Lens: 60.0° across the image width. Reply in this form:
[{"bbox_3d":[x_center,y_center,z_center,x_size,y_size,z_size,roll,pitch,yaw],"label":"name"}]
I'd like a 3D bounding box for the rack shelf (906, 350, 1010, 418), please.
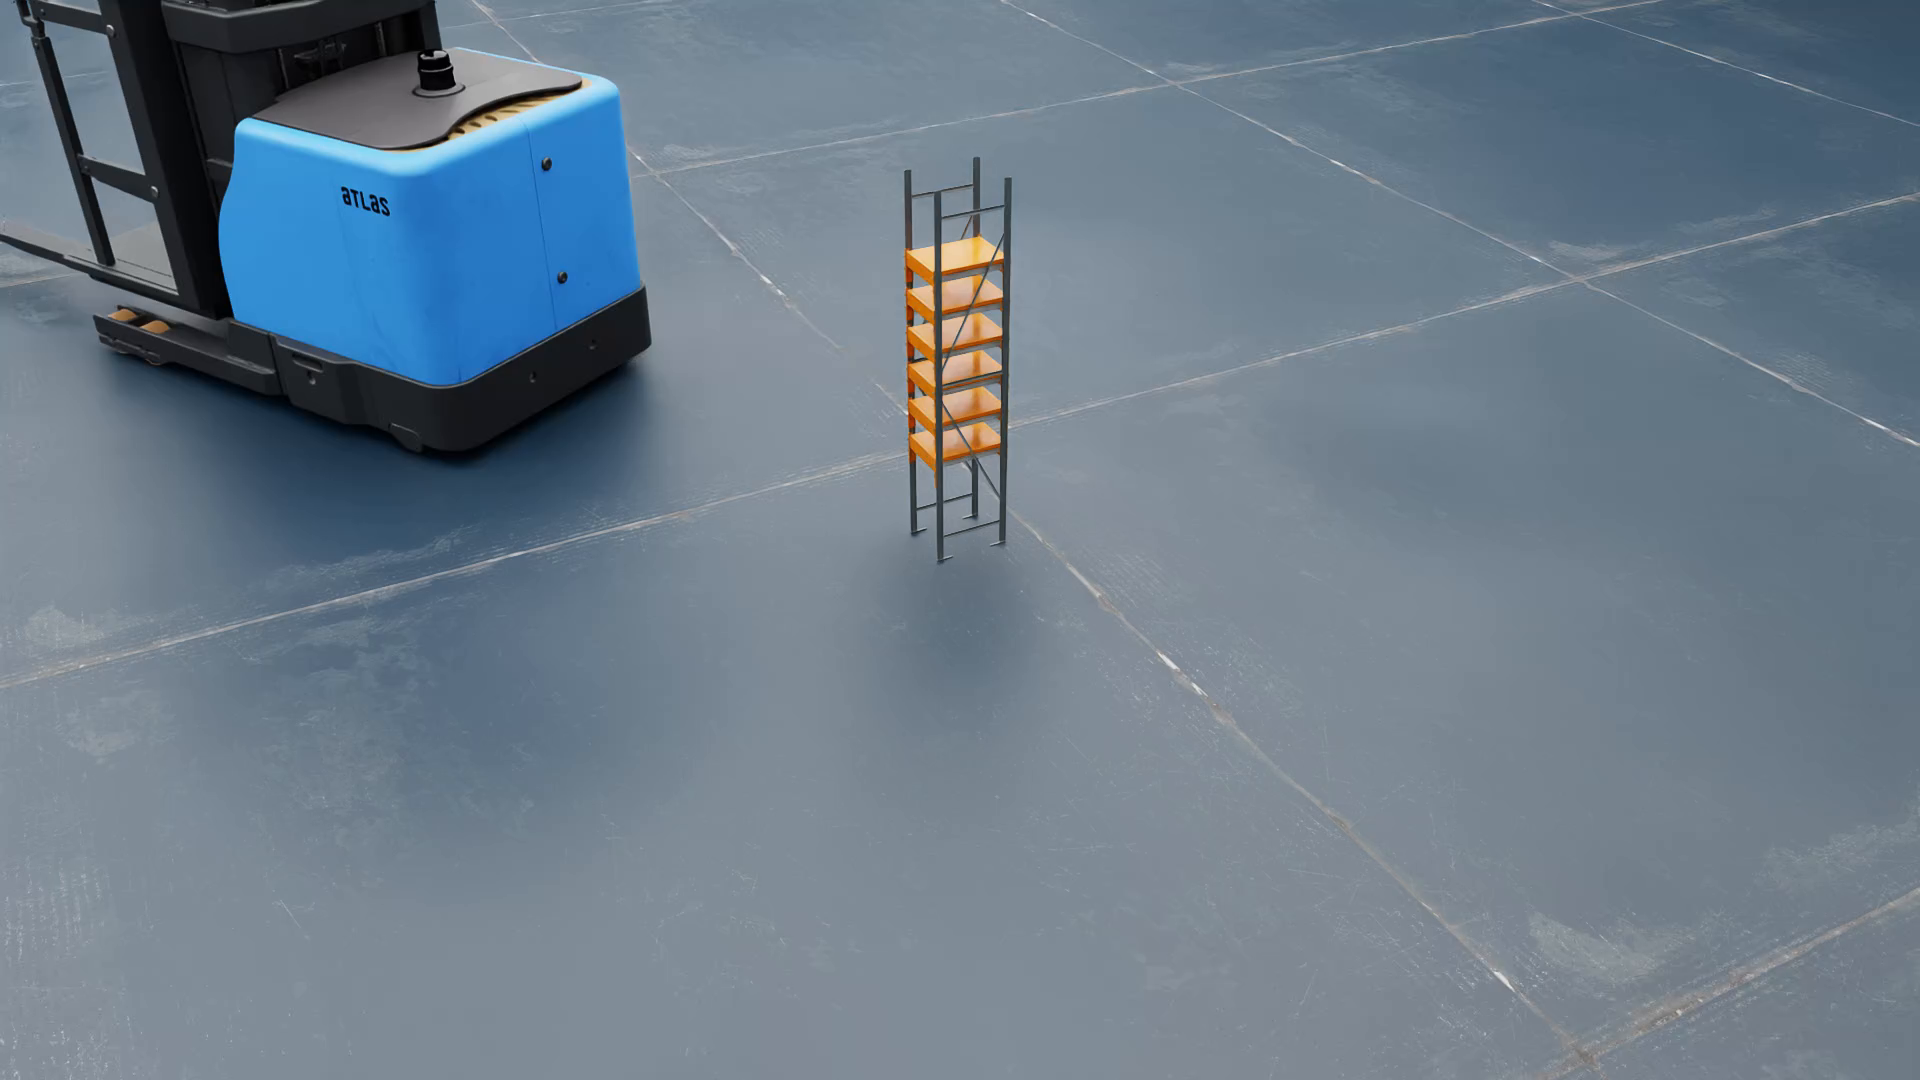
[{"bbox_3d":[-0.007,-0.475,4.961,0.258,0.103,0.180,-16,36,-23],"label":"rack shelf"}]

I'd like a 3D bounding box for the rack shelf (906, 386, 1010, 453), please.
[{"bbox_3d":[-0.007,-0.374,5.026,0.258,0.103,0.180,-16,36,-23],"label":"rack shelf"}]

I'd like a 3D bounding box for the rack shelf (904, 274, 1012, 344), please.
[{"bbox_3d":[-0.007,-0.677,4.832,0.258,0.103,0.180,-16,36,-23],"label":"rack shelf"}]

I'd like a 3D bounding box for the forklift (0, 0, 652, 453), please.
[{"bbox_3d":[-2.691,-2.114,5.833,3.031,2.935,1.130,18,37,26],"label":"forklift"}]

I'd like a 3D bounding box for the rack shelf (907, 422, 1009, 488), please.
[{"bbox_3d":[-0.007,-0.273,5.091,0.258,0.103,0.180,-16,36,-23],"label":"rack shelf"}]

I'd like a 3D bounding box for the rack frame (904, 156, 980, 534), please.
[{"bbox_3d":[-0.049,-0.556,5.005,0.240,1.200,0.006,-16,36,-23],"label":"rack frame"}]

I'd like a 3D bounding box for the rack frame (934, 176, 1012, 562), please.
[{"bbox_3d":[0.036,-0.468,4.869,0.240,1.200,0.006,-16,36,-23],"label":"rack frame"}]

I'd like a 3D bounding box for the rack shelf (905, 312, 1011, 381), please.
[{"bbox_3d":[-0.007,-0.576,4.896,0.258,0.103,0.180,-16,36,-23],"label":"rack shelf"}]

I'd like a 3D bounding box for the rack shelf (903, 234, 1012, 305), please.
[{"bbox_3d":[-0.007,-0.778,4.767,0.258,0.103,0.180,-16,36,-23],"label":"rack shelf"}]

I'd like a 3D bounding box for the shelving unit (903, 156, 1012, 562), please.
[{"bbox_3d":[-0.007,-0.512,4.937,0.258,1.200,0.189,-16,36,-23],"label":"shelving unit"}]
